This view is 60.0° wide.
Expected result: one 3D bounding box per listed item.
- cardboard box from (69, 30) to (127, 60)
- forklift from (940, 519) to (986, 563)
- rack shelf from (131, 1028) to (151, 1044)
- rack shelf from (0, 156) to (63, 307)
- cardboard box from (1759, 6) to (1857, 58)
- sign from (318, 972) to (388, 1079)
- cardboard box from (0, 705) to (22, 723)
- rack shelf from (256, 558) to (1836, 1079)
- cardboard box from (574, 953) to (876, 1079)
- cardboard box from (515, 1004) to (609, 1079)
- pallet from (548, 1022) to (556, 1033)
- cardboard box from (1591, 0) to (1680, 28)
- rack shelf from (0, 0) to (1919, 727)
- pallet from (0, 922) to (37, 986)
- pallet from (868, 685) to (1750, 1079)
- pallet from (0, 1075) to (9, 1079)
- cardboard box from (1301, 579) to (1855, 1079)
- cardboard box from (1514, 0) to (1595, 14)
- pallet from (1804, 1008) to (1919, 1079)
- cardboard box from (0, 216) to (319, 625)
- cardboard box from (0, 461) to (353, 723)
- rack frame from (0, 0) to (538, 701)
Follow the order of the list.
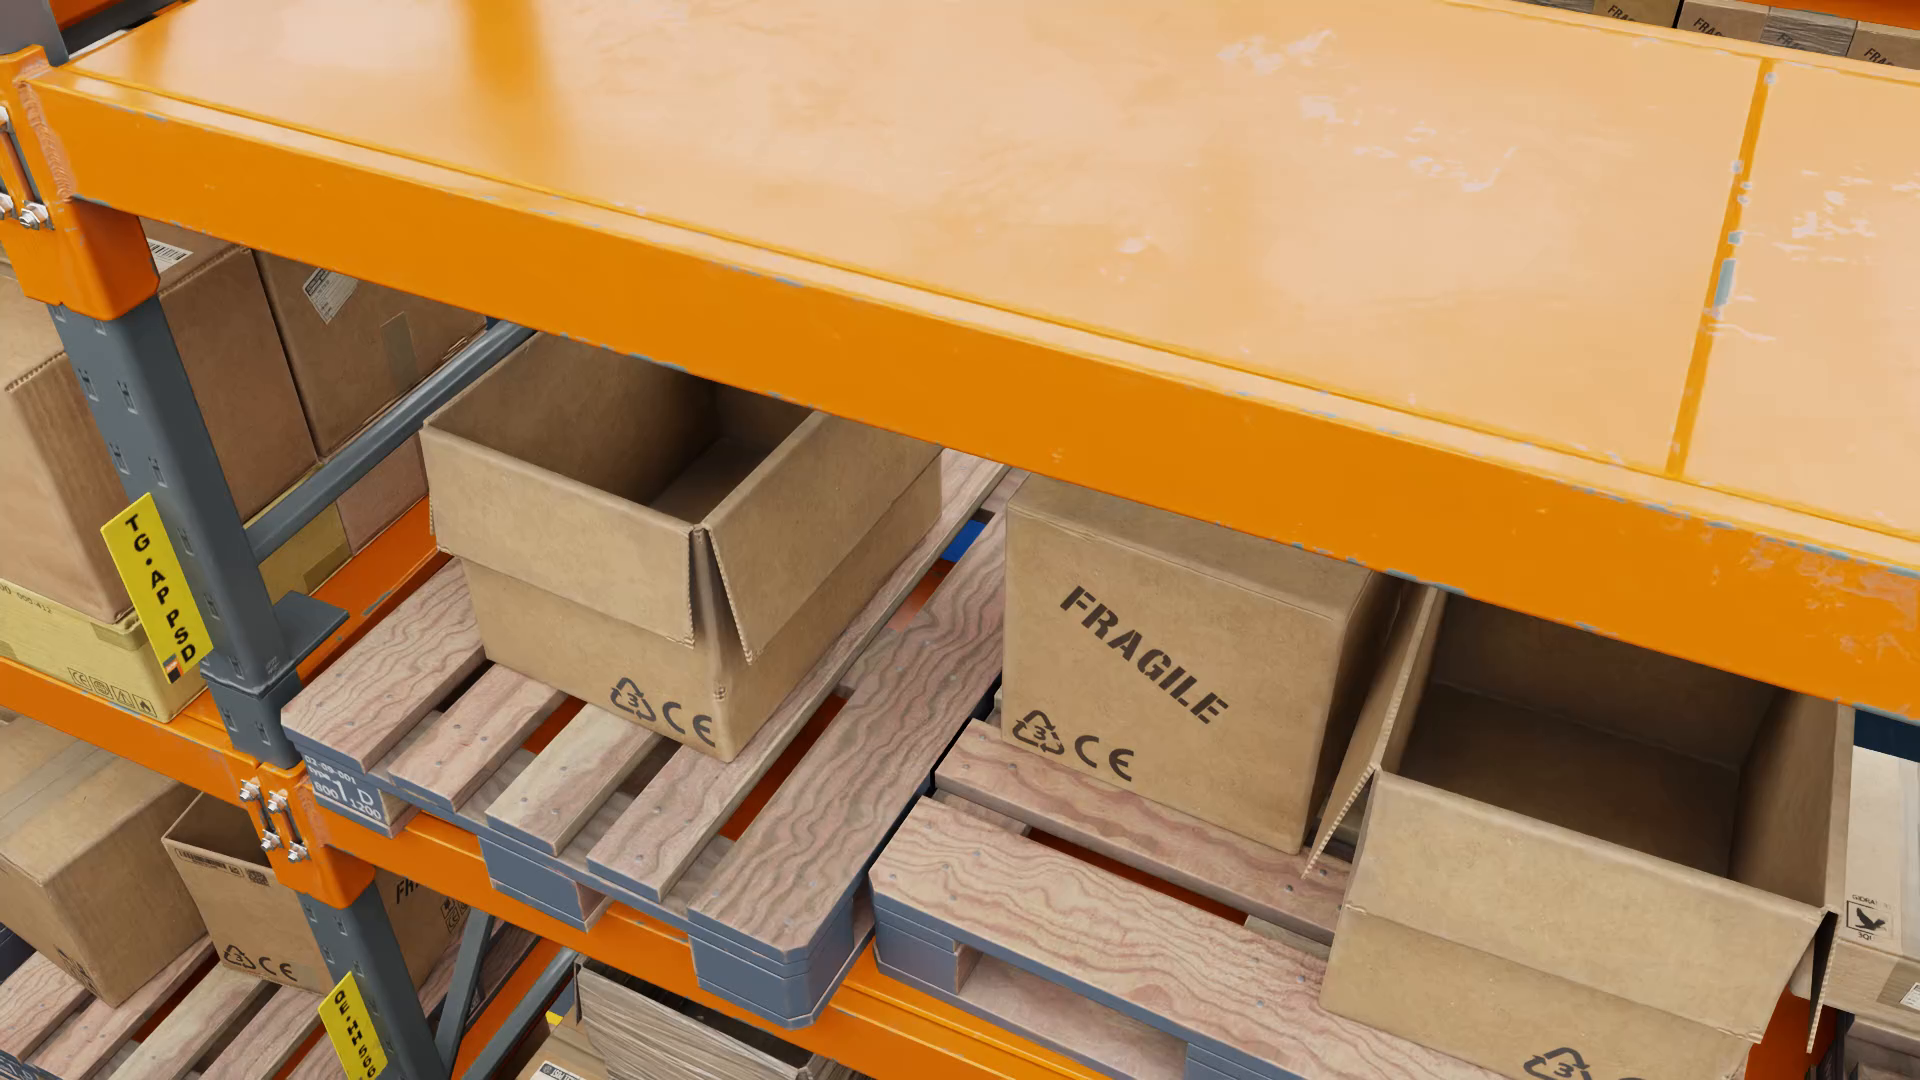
[{"bbox_3d":[-1.778,-0.701,3.404,0.500,0.500,0.500,17,44,19],"label":"cardboard box"},{"bbox_3d":[-15.182,-10.553,17.639,38.938,2.843,20.528,11,42,12],"label":"forklift"},{"bbox_3d":[-2.815,0.803,4.967,4.000,0.370,1.077,17,44,19],"label":"rack shelf"},{"bbox_3d":[-2.815,-1.313,3.133,4.000,0.370,1.077,17,44,19],"label":"rack shelf"},{"bbox_3d":[5.347,-3.155,10.557,0.500,0.500,0.500,18,44,19],"label":"cardboard box"},{"bbox_3d":[-1.223,1.002,3.364,0.005,0.325,0.100,17,44,19],"label":"sign"},{"bbox_3d":[-2.424,0.382,4.697,0.500,0.250,0.500,16,43,17],"label":"cardboard box"},{"bbox_3d":[0.810,0.777,2.706,4.000,0.370,1.077,17,44,19],"label":"rack shelf"},{"bbox_3d":[-0.347,0.880,3.486,0.637,0.503,0.797,18,44,20],"label":"cardboard box"},{"bbox_3d":[-0.677,1.343,3.718,0.500,0.500,0.500,18,44,20],"label":"cardboard box"},{"bbox_3d":[-1.710,1.921,5.256,1.213,0.211,1.003,17,44,19],"label":"pallet"},{"bbox_3d":[4.410,-3.436,10.881,0.500,0.500,0.500,16,44,18],"label":"cardboard box"},{"bbox_3d":[0.810,-0.205,1.855,4.000,0.370,1.077,17,44,19],"label":"rack shelf"},{"bbox_3d":[-2.814,0.633,4.759,1.213,0.211,1.003,17,44,19],"label":"pallet"},{"bbox_3d":[0.618,0.478,2.647,1.213,0.211,1.003,19,44,21],"label":"pallet"},{"bbox_3d":[-2.812,1.583,5.647,1.213,0.211,1.003,17,44,19],"label":"pallet"},{"bbox_3d":[0.858,0.307,2.300,0.637,0.503,0.797,16,44,18],"label":"cardboard box"},{"bbox_3d":[3.958,-3.578,11.045,0.500,0.500,0.500,15,43,17],"label":"cardboard box"},{"bbox_3d":[1.771,0.907,2.153,1.217,0.209,0.805,15,43,17],"label":"pallet"},{"bbox_3d":[-1.541,-0.259,2.894,0.500,0.500,0.500,18,44,20],"label":"cardboard box"},{"bbox_3d":[-1.537,0.022,3.143,0.500,0.250,0.500,17,44,19],"label":"cardboard box"},{"bbox_3d":[-1.002,-1.182,2.127,0.127,3.000,1.000,17,44,19],"label":"rack frame"}]
